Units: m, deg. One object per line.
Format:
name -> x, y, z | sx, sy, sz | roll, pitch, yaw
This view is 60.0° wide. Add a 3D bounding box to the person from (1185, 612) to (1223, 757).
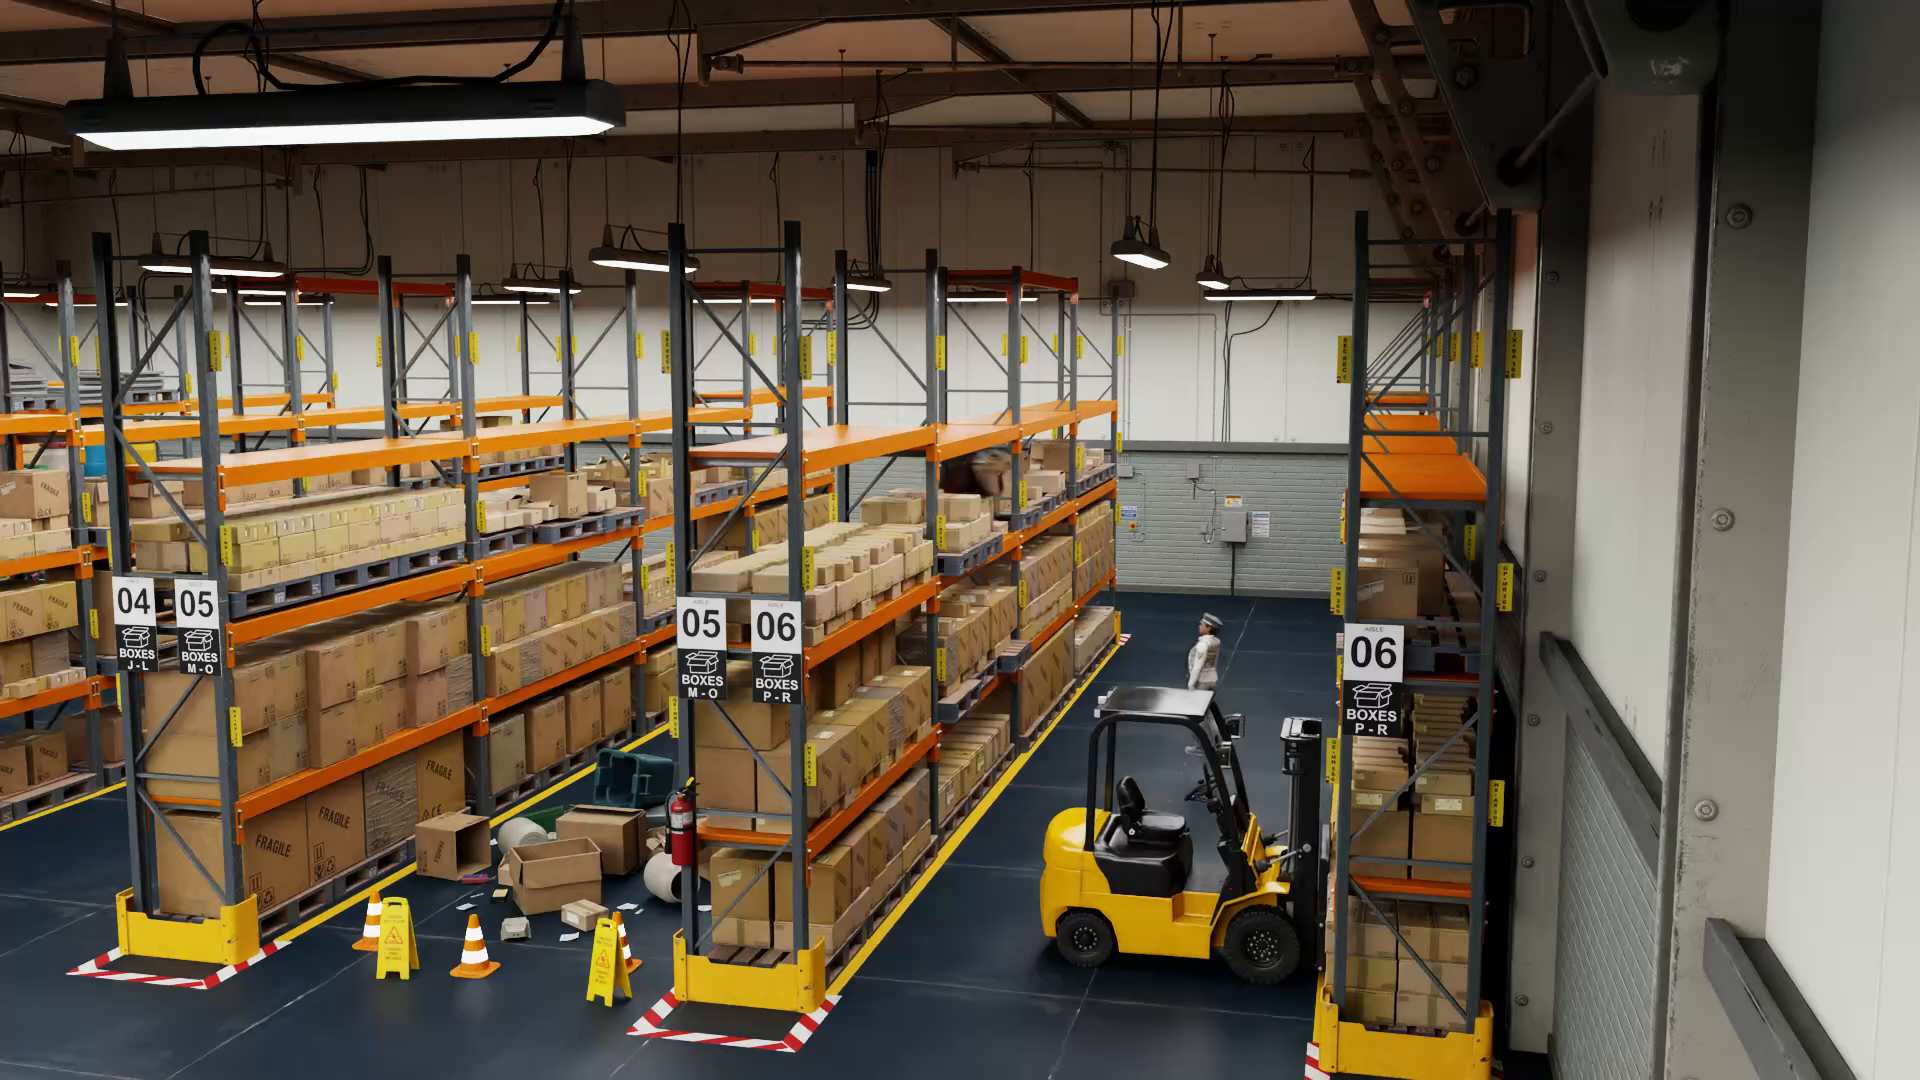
person -> 2.816, 1.692, 19.385 | 0.531, 1.717, 0.420 | -4, 8, -31
